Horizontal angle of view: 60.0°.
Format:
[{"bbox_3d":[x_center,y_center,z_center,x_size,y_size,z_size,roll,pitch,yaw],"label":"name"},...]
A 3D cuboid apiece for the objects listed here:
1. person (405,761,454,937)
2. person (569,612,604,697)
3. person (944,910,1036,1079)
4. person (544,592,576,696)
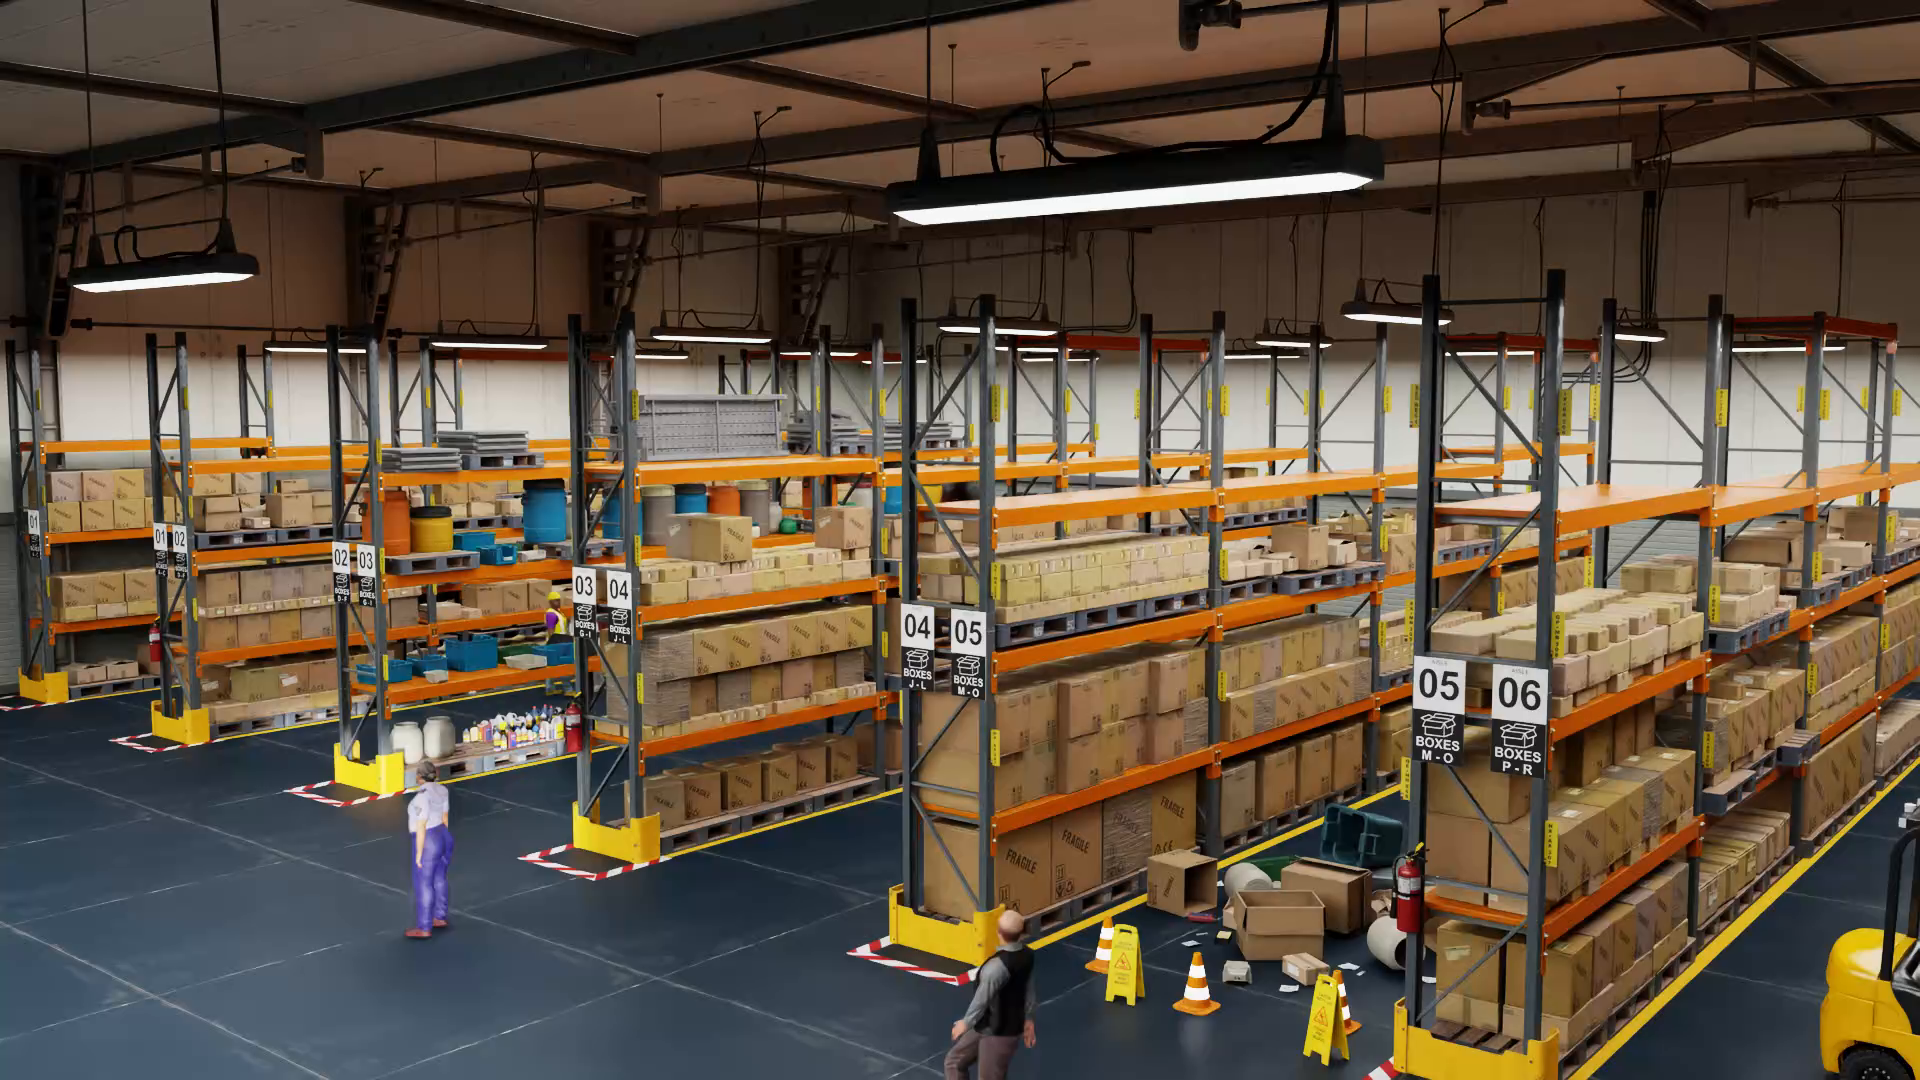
[{"bbox_3d":[-5.065,2.917,15.829,0.417,1.654,0.513,1,5,11],"label":"person"},{"bbox_3d":[-6.324,1.739,28.072,0.543,1.739,1.003,3,6,29],"label":"person"},{"bbox_3d":[0.201,3.336,11.427,0.980,1.617,0.473,0,5,4],"label":"person"},{"bbox_3d":[-6.775,1.757,28.151,0.578,1.776,0.584,-4,6,-34],"label":"person"}]
